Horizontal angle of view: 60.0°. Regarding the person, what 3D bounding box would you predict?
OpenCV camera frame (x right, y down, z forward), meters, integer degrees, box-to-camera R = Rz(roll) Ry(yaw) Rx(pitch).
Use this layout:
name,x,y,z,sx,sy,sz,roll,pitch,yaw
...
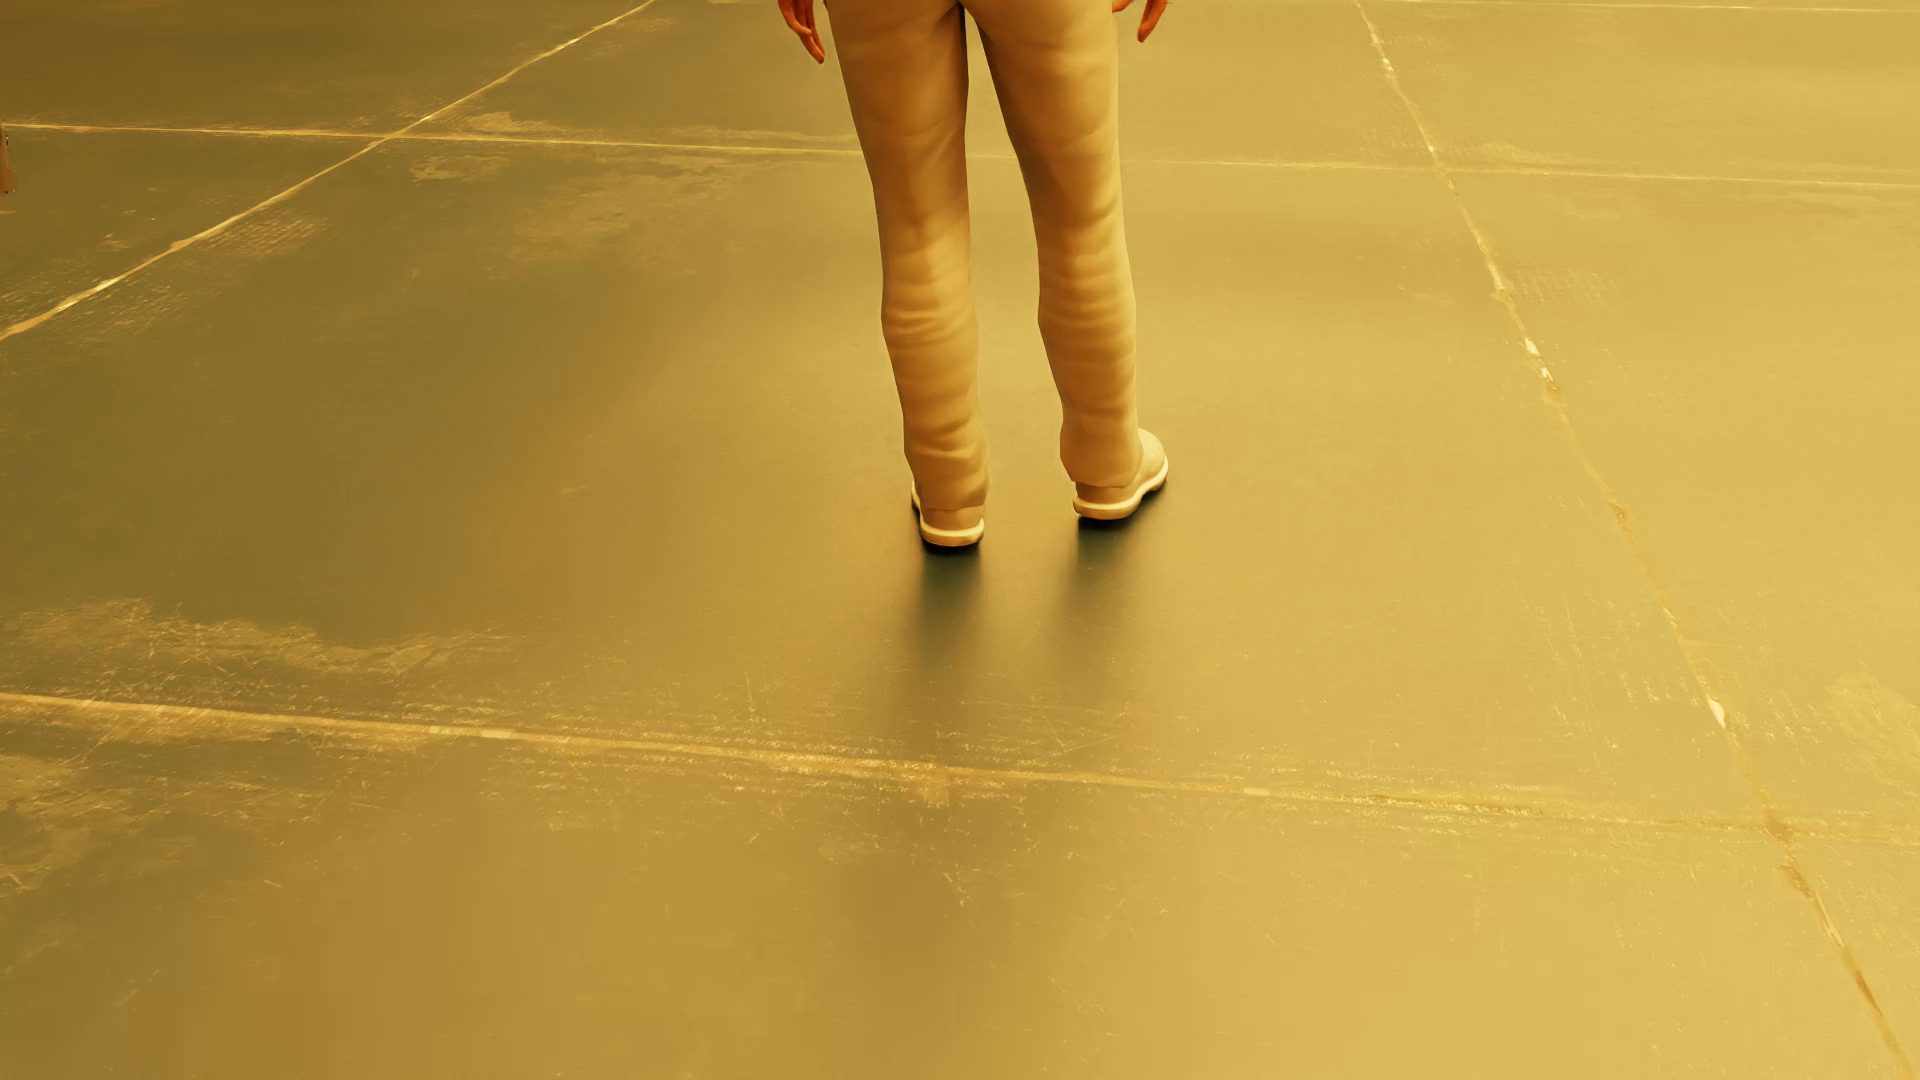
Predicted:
name,x,y,z,sx,sy,sz,roll,pitch,yaw
person,0.030,-0.797,2.183,0.569,1.695,0.528,3,27,7

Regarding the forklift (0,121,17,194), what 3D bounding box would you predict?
name,x,y,z,sx,sy,sz,roll,pitch,yaw
forklift,-3.856,-2.214,3.654,3.031,2.935,1.130,13,29,24
